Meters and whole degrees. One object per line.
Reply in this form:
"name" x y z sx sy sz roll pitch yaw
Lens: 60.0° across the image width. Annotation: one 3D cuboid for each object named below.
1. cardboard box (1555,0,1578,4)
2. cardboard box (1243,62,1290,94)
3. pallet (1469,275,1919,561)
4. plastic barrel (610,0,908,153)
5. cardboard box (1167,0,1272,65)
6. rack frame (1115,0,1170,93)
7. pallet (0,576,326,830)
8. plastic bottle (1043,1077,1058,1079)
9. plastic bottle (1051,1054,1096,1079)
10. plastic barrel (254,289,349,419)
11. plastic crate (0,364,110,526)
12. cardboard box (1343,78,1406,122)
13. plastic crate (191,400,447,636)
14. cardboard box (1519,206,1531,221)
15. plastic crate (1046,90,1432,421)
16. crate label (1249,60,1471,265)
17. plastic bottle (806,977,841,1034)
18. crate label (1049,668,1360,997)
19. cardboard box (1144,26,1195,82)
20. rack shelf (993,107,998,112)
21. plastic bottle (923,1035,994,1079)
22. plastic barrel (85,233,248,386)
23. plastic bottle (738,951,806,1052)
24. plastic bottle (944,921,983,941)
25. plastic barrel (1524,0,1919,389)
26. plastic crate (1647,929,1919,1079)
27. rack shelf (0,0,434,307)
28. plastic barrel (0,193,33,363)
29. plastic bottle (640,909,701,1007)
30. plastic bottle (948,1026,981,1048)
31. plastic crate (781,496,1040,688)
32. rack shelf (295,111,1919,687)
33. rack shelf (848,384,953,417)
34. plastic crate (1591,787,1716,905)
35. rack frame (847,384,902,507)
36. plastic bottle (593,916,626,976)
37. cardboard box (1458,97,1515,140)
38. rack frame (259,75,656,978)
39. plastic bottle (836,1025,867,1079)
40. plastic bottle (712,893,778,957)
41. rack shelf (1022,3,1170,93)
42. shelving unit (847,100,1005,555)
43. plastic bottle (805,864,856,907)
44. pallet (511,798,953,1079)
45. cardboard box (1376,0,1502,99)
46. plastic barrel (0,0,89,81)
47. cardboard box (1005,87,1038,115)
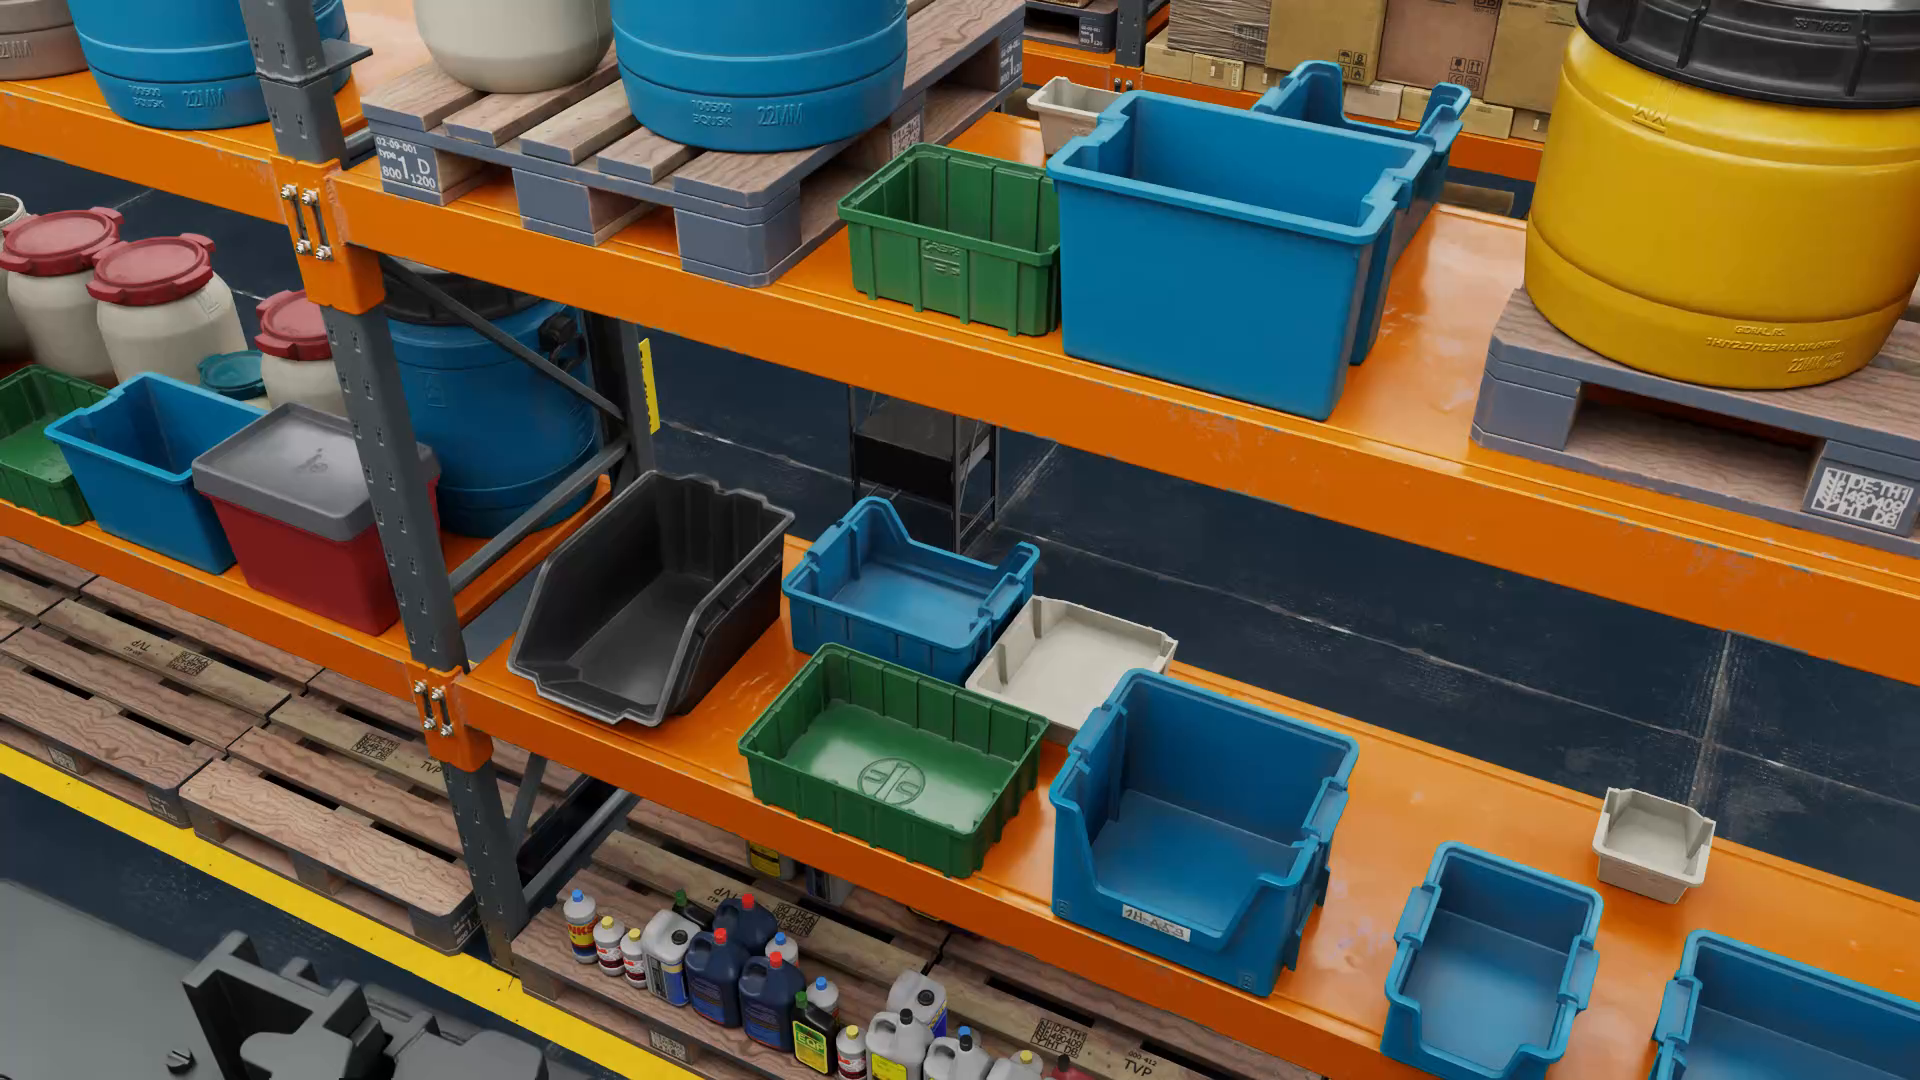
"cardboard box" 2.658 -2.602 7.042 0.500 0.500 0.500 17 41 21
"cardboard box" 1.541 -2.266 7.962 0.250 0.149 0.380 17 41 21
"pallet" 1.622 -0.349 2.904 1.213 0.211 1.003 17 41 21
"plastic barrel" -0.406 -1.286 3.221 0.708 0.901 0.600 17 41 21
"cardboard box" 1.409 -2.718 8.021 0.500 0.500 0.875 17 41 21
"rack frame" 1.038 -2.718 8.350 0.127 3.000 1.000 17 41 21
"pallet" -3.043 0.516 6.396 1.213 0.211 1.003 17 41 21
"plastic bottle" 0.268 1.603 4.546 0.135 0.276 0.152 18 41 22
"plastic bottle" 0.317 1.543 4.620 0.133 0.283 0.061 17 41 21
"plastic barrel" -1.989 -0.497 5.311 0.433 0.535 0.433 0 37 0
"plastic crate" -2.916 -0.307 5.349 0.662 0.188 0.450 17 41 21
"cardboard box" 1.970 -2.110 7.756 0.250 0.149 0.380 17 41 21
"plastic crate" -1.811 -0.055 4.788 0.583 0.464 0.402 17 41 21
"cardboard box" 2.949 -1.292 8.191 0.500 0.500 0.500 21 42 26
"plastic crate" 0.480 -0.504 2.965 0.575 0.384 0.392 17 41 21
"crate label" 0.802 -0.780 3.439 0.408 0.251 0.502 17 41 21
"plastic bottle" -0.399 1.373 4.853 0.097 0.271 0.097 0 37 0
"crate label" 0.553 0.673 3.854 0.616 0.435 0.502 17 41 21
"cardboard box" 1.090 -2.397 8.134 0.250 0.149 0.380 17 41 21
"rack shelf" -0.147 -1.429 6.261 0.480 0.518 0.431 17 41 21
"plastic bottle" -0.004 1.491 4.632 0.185 0.351 0.144 19 41 23
"plastic barrel" -2.640 -0.701 5.580 0.433 0.535 0.433 0 37 0
"plastic bottle" -0.547 1.321 4.856 0.185 0.351 0.144 16 40 20
"plastic bottle" 0.016 1.120 5.176 0.133 0.283 0.061 17 41 21
"plastic barrel" 1.241 -0.632 2.618 0.600 0.588 0.600 0 37 0
"plastic crate" 1.730 1.134 3.398 0.616 0.251 0.499 17 41 21
"rack shelf" -3.016 -1.523 4.890 4.000 0.370 1.077 17 41 21
"plastic barrel" -3.406 -0.927 5.898 0.421 0.512 0.421 0 37 0
"plastic bottle" -0.859 1.250 5.011 0.135 0.276 0.152 19 41 23
"plastic bottle" 0.013 1.473 4.779 0.097 0.201 0.097 0 37 0
"plastic crate" -0.133 0.162 4.678 0.616 0.251 0.499 17 41 21
"rack shelf" 0.536 -0.411 3.425 4.000 0.370 1.077 17 41 21
"rack shelf" -0.147 -0.872 6.684 0.480 0.518 0.431 17 41 21
"plastic crate" 1.665 0.737 4.017 0.250 0.136 0.298 17 41 21
"rack frame" -0.364 -0.950 6.765 0.015 2.100 0.400 17 41 21
"plastic bottle" -1.069 1.233 5.096 0.097 0.201 0.097 0 37 0
"cardboard box" 2.428 -1.987 7.594 0.250 0.149 0.380 17 41 21
"rack frame" -1.240 -0.059 4.847 0.127 3.000 1.000 17 41 21
"plastic bottle" -0.306 1.471 4.781 0.097 0.201 0.097 0 37 0
"plastic bottle" -0.648 1.191 5.027 0.185 0.351 0.144 17 41 21
"rack shelf" -0.738 -2.988 9.300 4.000 0.370 1.077 17 41 21
"shelving unit" -0.147 -0.882 6.676 0.503 2.100 0.431 17 41 21
"plastic bottle" -0.411 1.015 5.321 0.135 0.276 0.152 17 41 21
"pallet" -0.663 1.261 5.414 1.213 0.211 1.003 17 41 21
"cardboard box" 2.327 -2.475 7.701 0.500 0.500 0.875 17 41 21
"plastic barrel" -2.372 -1.660 4.060 0.600 0.901 0.600 0 37 0
"cardboard box" 0.087 -2.223 9.401 0.500 0.500 0.700 17 40 21
